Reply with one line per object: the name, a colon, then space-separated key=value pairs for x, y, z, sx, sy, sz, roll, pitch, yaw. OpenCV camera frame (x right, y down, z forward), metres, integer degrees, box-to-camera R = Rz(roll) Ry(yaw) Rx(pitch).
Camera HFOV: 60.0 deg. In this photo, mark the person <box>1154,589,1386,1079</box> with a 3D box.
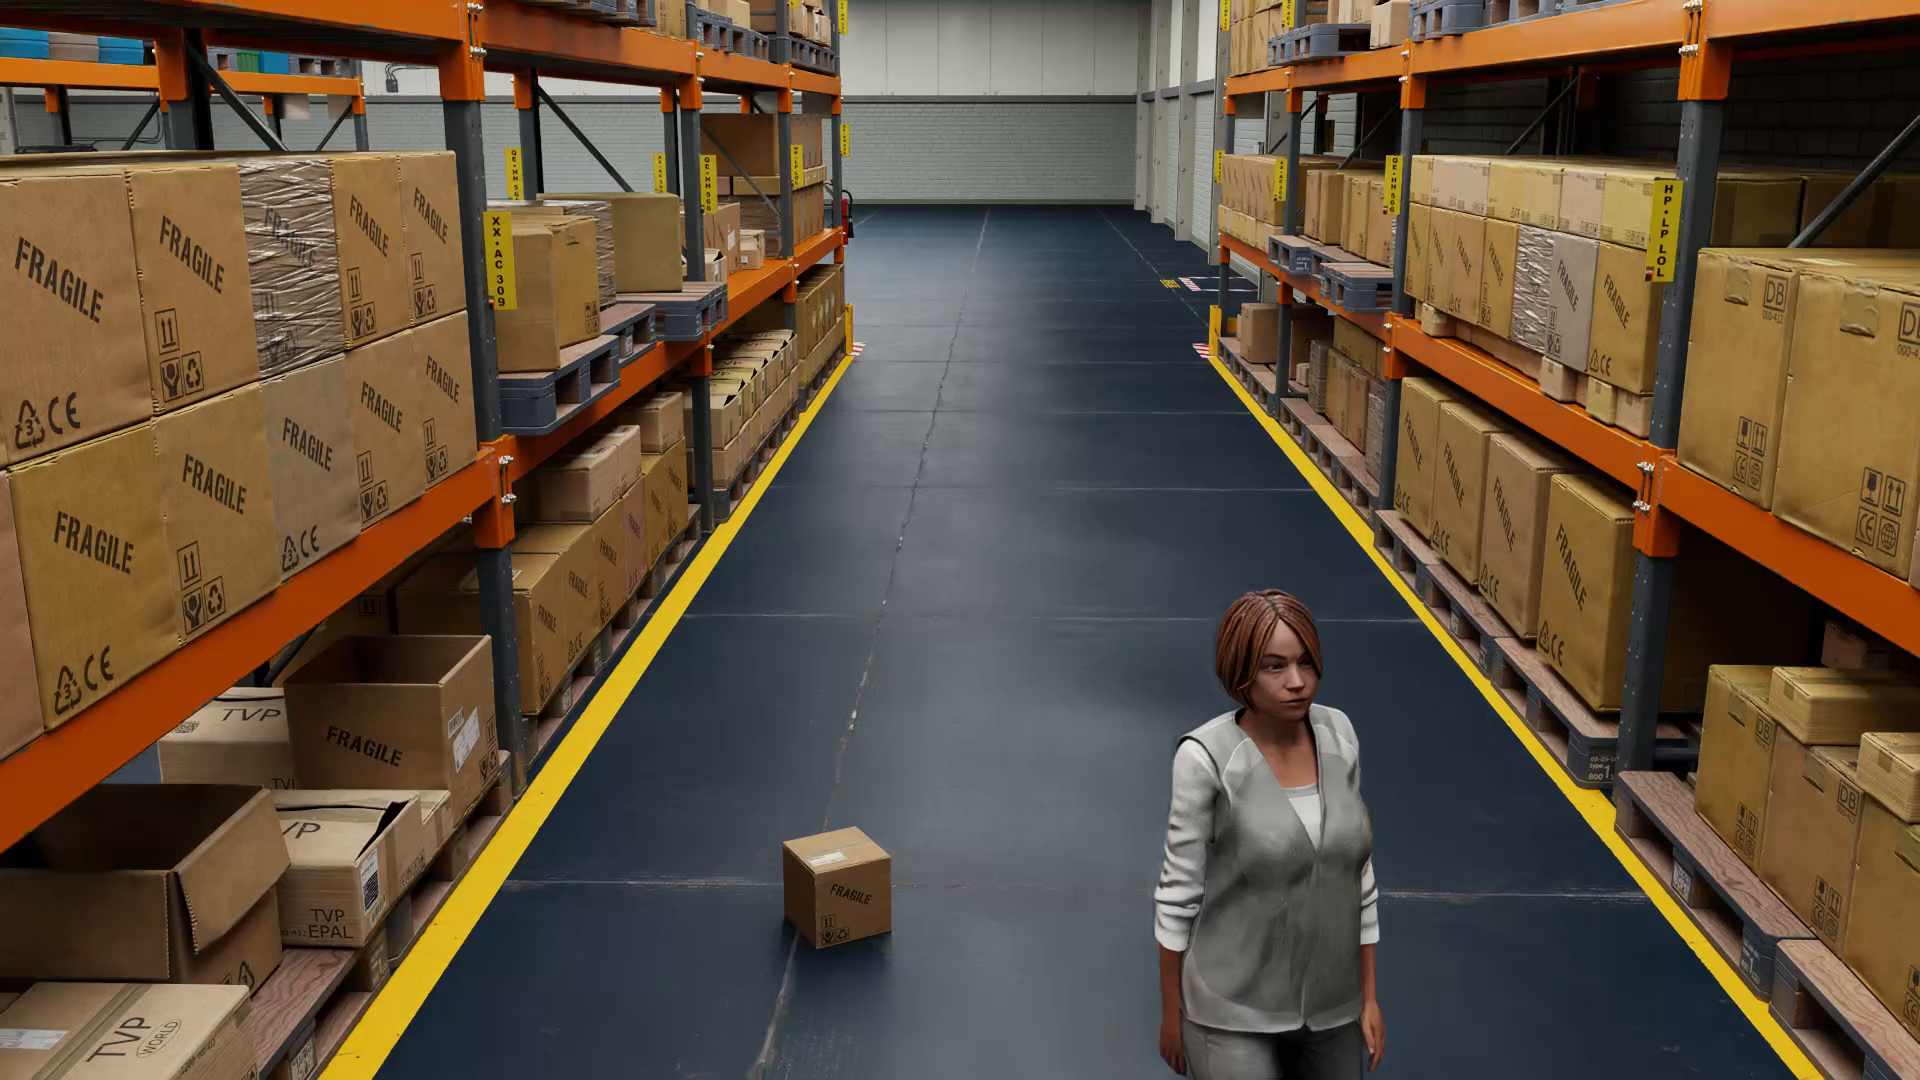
person: x=0.551 y=0.843 z=3.114 sx=0.410 sy=1.573 sz=0.693 roll=-6 pitch=15 yaw=-23
